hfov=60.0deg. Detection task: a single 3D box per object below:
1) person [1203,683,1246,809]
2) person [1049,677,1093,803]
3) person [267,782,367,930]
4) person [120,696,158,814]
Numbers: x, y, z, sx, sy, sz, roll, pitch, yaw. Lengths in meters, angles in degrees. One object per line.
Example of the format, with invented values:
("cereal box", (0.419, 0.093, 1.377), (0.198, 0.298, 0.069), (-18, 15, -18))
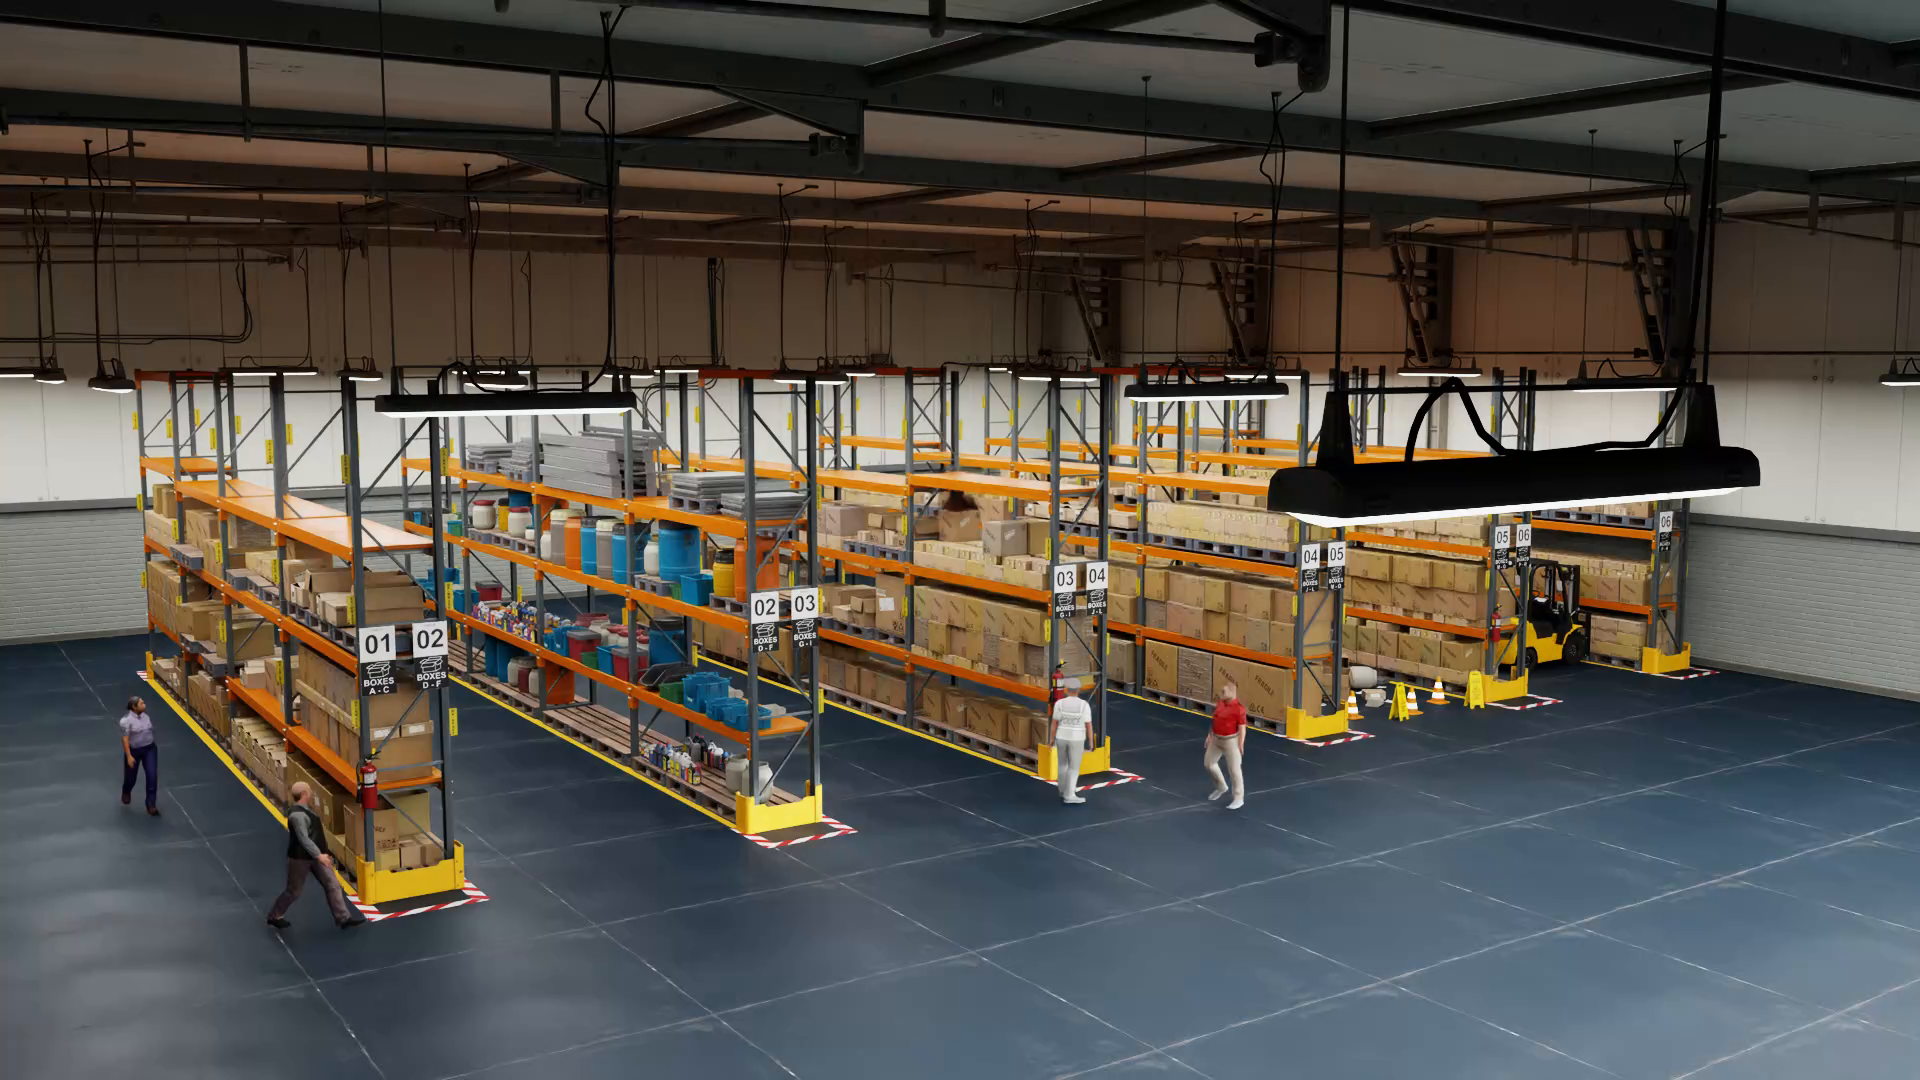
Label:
("person", (3.724, 2.845, 23.257), (0.426, 1.747, 0.626), (-6, 9, -41))
("person", (1.605, 2.807, 23.528), (0.593, 1.771, 0.585), (4, 8, 31))
("person", (-7.081, 3.458, 18.130), (1.081, 1.666, 0.488), (2, 7, 14))
("person", (-11.311, 2.936, 22.899), (0.458, 1.615, 0.665), (-5, 8, -36))
